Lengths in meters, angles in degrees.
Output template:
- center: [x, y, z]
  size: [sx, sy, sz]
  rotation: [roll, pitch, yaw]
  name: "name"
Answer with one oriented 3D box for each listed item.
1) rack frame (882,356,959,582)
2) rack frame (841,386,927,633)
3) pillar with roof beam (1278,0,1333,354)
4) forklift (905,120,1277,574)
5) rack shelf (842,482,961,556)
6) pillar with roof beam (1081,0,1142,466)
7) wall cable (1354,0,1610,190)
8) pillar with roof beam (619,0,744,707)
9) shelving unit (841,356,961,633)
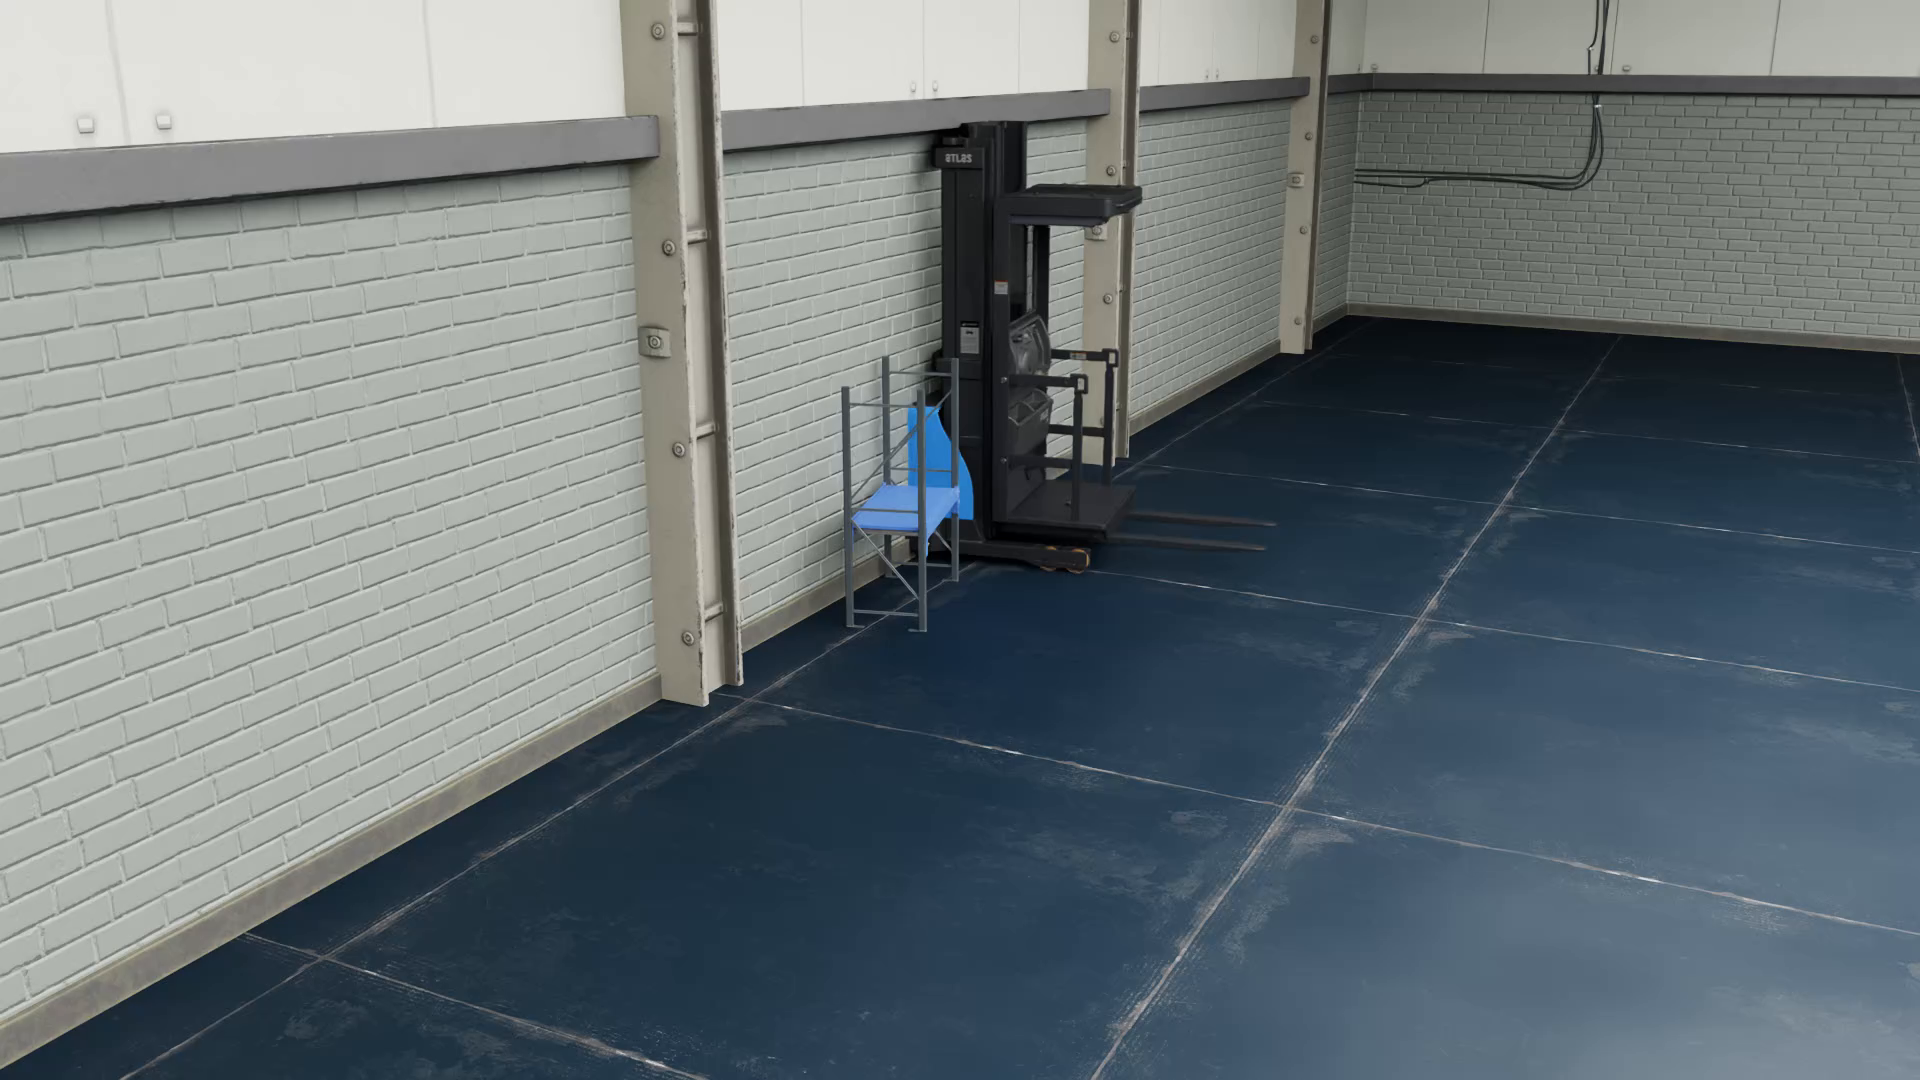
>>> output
- center: [-0.257, -0.457, 10.928]
  size: [0.500, 1.500, 0.032]
  rotation: [3, 17, 11]
  name: "rack frame"
- center: [-0.451, -0.173, 9.972]
  size: [0.500, 1.500, 0.032]
  rotation: [3, 17, 11]
  name: "rack frame"
- center: [7.777, -5.990, 16.388]
  size: [9.100, 9.000, 0.400]
  rotation: [8, 18, 25]
  name: "pillar with roof beam"
- center: [0.671, -1.345, 11.405]
  size: [3.031, 2.935, 1.130]
  rotation: [5, 17, 16]
  name: "forklift"
- center: [-0.354, -0.142, 10.501]
  size: [0.538, 0.185, 1.000]
  rotation: [3, 17, 11]
  name: "rack shelf"
- center: [5.096, -4.462, 11.243]
  size: [9.100, 9.000, 0.400]
  rotation: [8, 18, 25]
  name: "pillar with roof beam"
- center: [6.425, -5.632, 20.634]
  size: [3.097, 2.526, 0.112]
  rotation: [8, 18, 25]
  name: "wall cable"
- center: [2.415, -2.934, 6.097]
  size: [9.100, 9.000, 0.400]
  rotation: [8, 18, 25]
  name: "pillar with roof beam"
- center: [-0.354, -0.315, 10.450]
  size: [0.538, 1.500, 1.048]
  rotation: [3, 17, 11]
  name: "shelving unit"
